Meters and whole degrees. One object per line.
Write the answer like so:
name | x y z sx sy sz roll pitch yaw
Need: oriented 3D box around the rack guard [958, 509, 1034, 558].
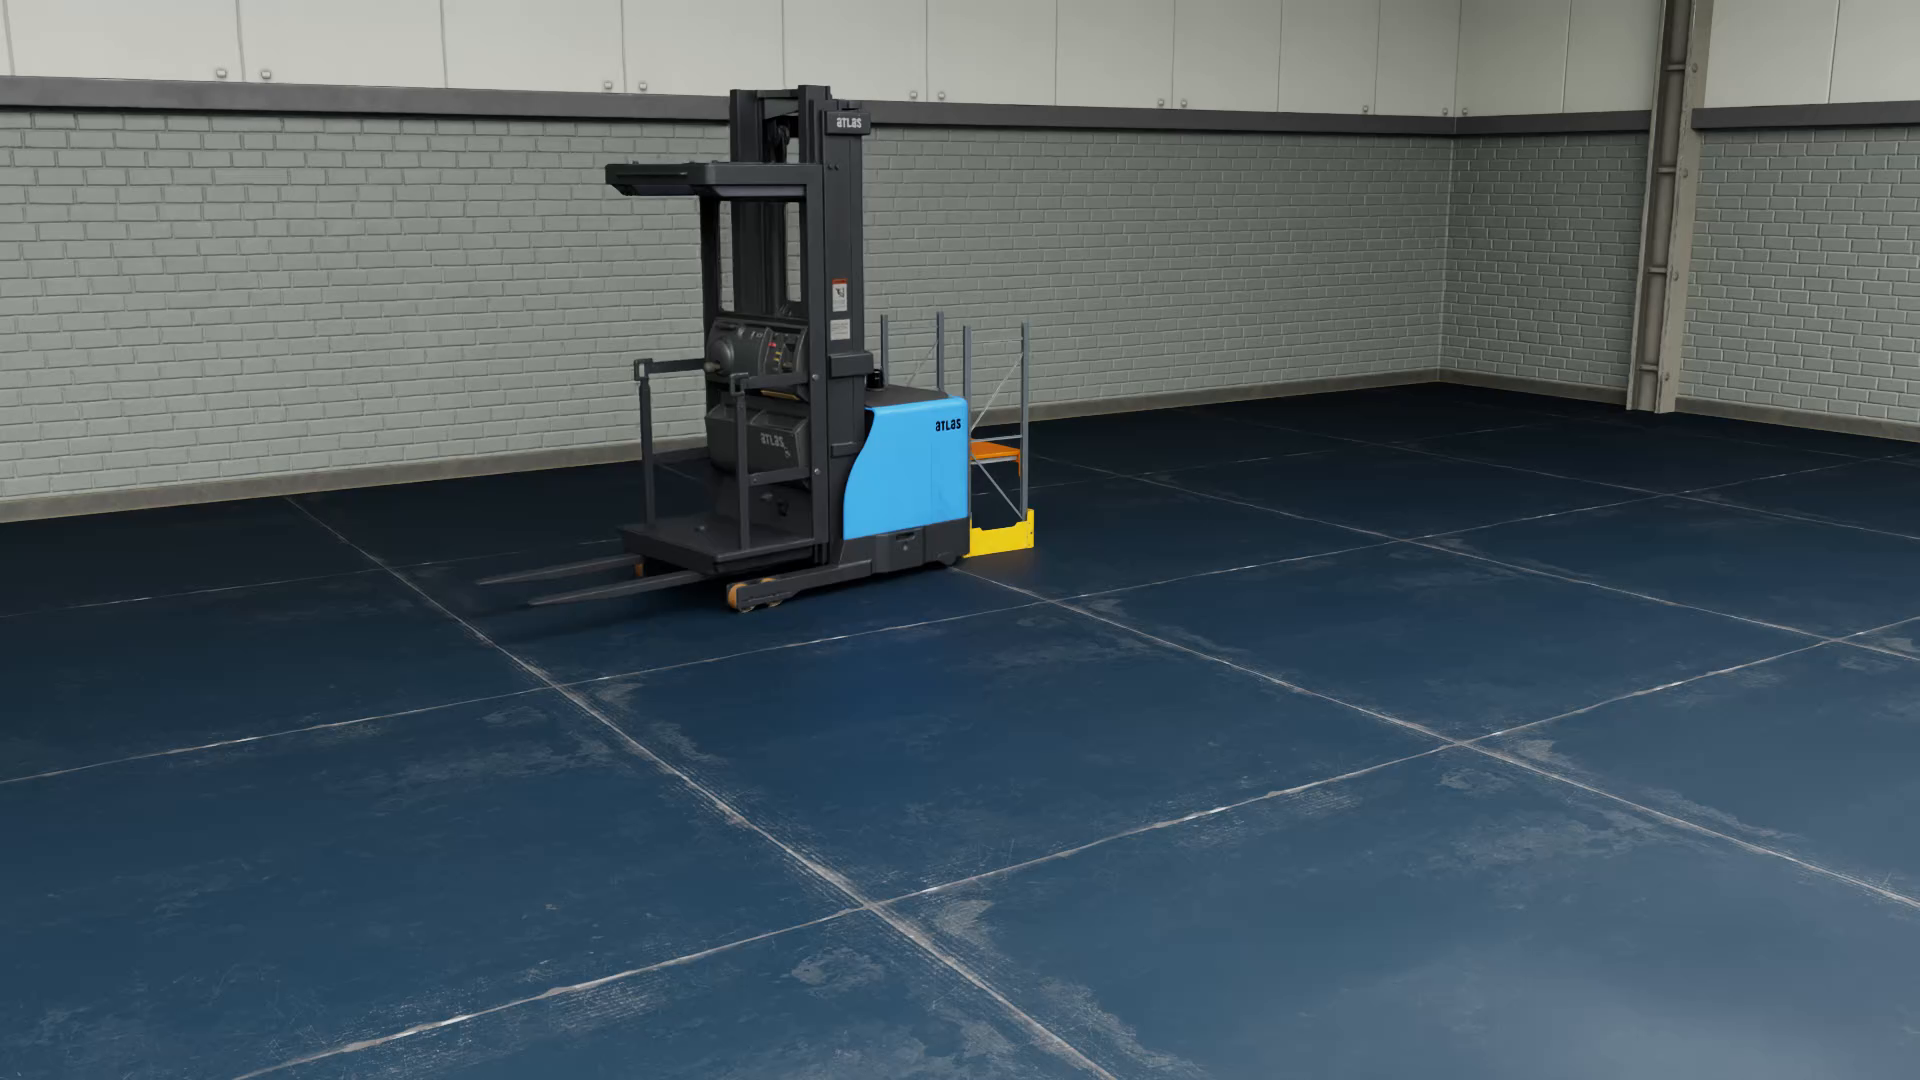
rack guard | 0.234 -0.047 10.992 0.587 0.250 0.087 -8 15 -33

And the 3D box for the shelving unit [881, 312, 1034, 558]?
shelving unit | -0.042 -0.746 11.264 0.587 1.500 1.083 -8 15 -33

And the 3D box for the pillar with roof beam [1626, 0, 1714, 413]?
pillar with roof beam | 3.757 -5.267 14.382 9.100 9.000 0.400 -8 15 -33

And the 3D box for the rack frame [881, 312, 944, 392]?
rack frame | -0.329 -0.838 11.684 0.500 1.500 0.032 -8 15 -33

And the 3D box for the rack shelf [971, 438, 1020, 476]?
rack shelf | -0.047 -0.572 11.309 0.538 0.185 1.000 -8 15 -33

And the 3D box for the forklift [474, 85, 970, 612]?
forklift | -1.365 -1.145 9.737 3.031 2.935 1.130 -11 16 -41

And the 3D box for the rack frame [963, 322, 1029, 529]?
rack frame | 0.234 -0.657 10.857 0.500 1.500 0.032 -8 15 -33
